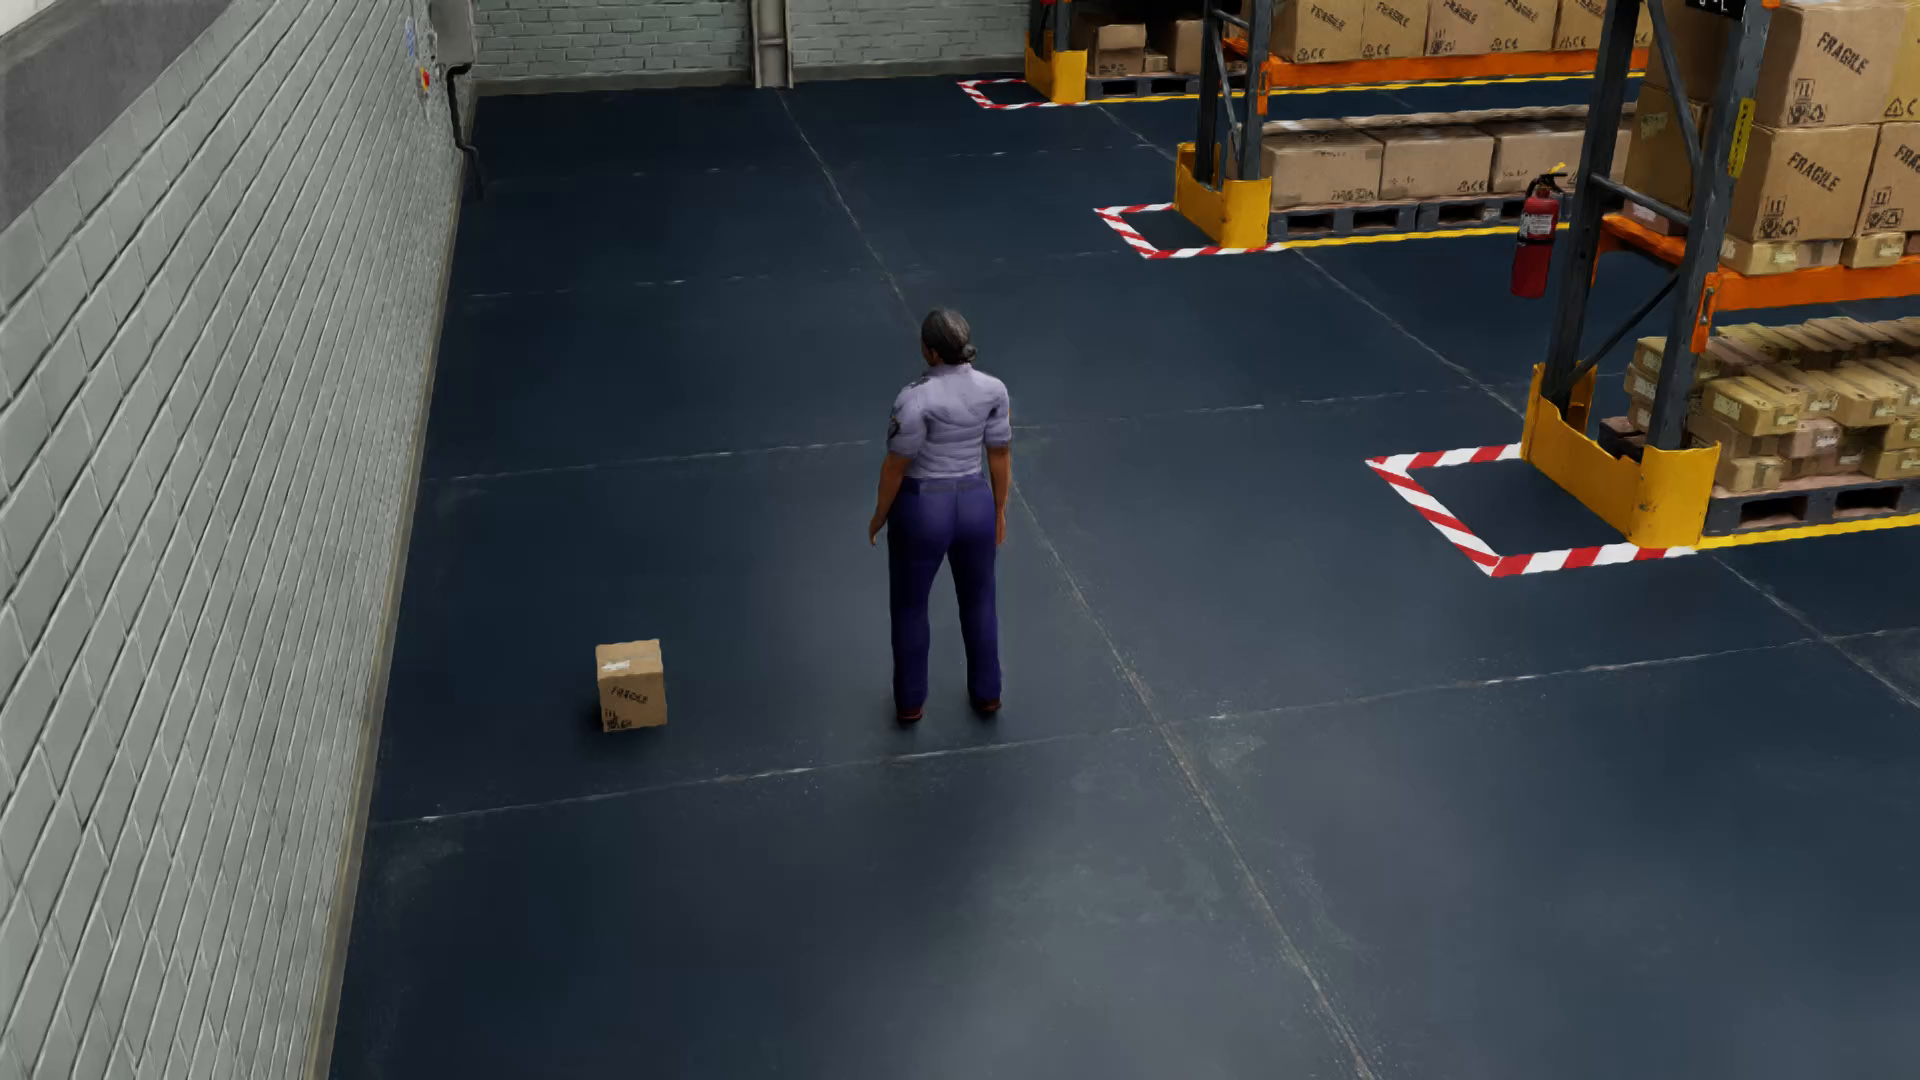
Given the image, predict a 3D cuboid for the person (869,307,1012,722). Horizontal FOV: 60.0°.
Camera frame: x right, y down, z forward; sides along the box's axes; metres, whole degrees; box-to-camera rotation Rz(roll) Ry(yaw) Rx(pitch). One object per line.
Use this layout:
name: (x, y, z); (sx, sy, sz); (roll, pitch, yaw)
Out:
person: (-0.064, -0.075, 6.235); (0.528, 1.658, 0.368); (-12, 29, -22)
